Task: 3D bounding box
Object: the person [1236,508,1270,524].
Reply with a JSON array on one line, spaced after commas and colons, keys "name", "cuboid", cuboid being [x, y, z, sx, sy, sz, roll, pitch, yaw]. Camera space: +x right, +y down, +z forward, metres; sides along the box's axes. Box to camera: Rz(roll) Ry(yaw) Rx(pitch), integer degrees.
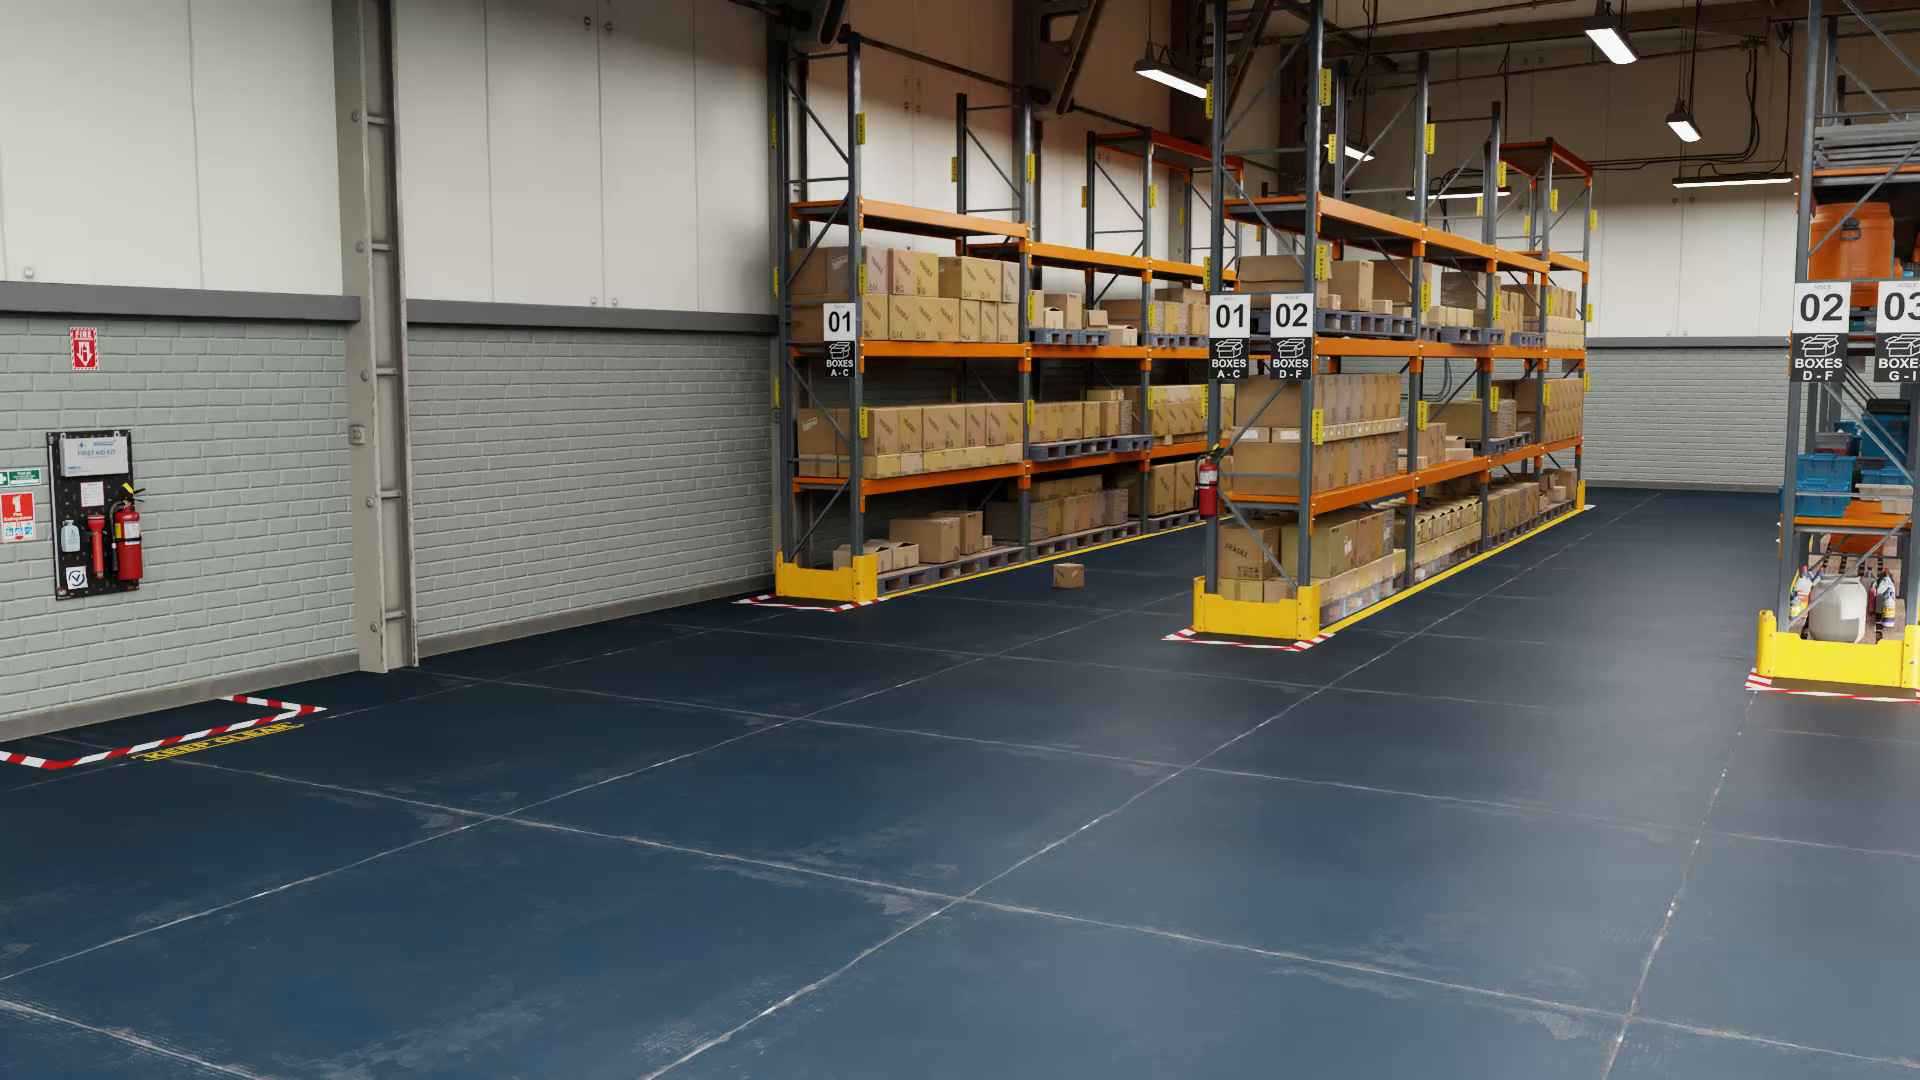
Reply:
[{"name": "person", "cuboid": [3.730, -0.515, 20.969, 0.811, 1.668, 0.454, -6, 8, -43]}]
